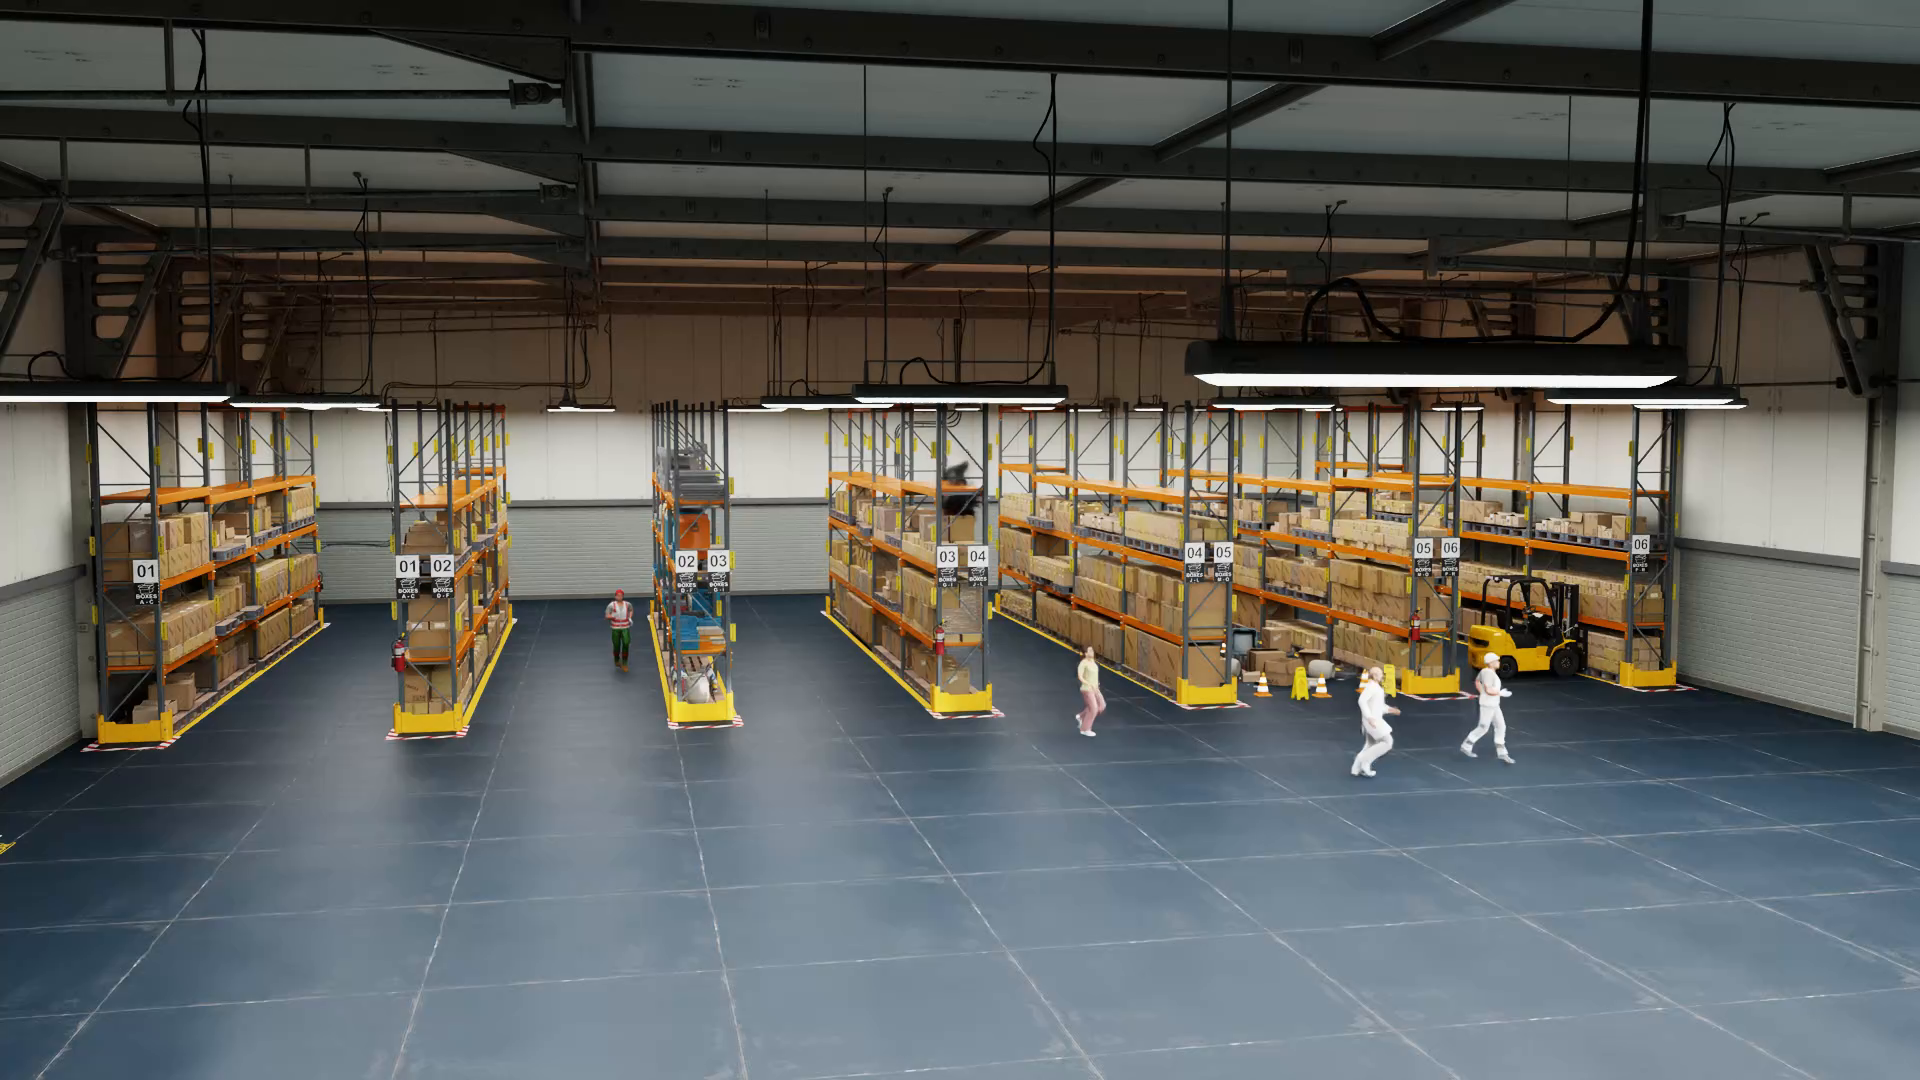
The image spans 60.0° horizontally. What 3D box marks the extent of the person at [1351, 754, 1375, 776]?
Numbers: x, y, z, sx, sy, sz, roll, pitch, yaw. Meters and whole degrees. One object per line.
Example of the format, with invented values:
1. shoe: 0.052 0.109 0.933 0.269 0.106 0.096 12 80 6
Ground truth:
1. person: 6.445 3.036 26.258 0.499 1.400 0.245 1 4 12

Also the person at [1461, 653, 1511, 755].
1. person: 8.680 2.706 27.403 0.780 1.710 0.643 2 5 26

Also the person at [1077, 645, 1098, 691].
1. person: 2.333 2.270 29.657 0.406 0.815 0.586 2 5 30

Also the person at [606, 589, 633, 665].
1. person: -7.618 1.942 37.234 0.612 1.700 0.659 -1 5 -17
